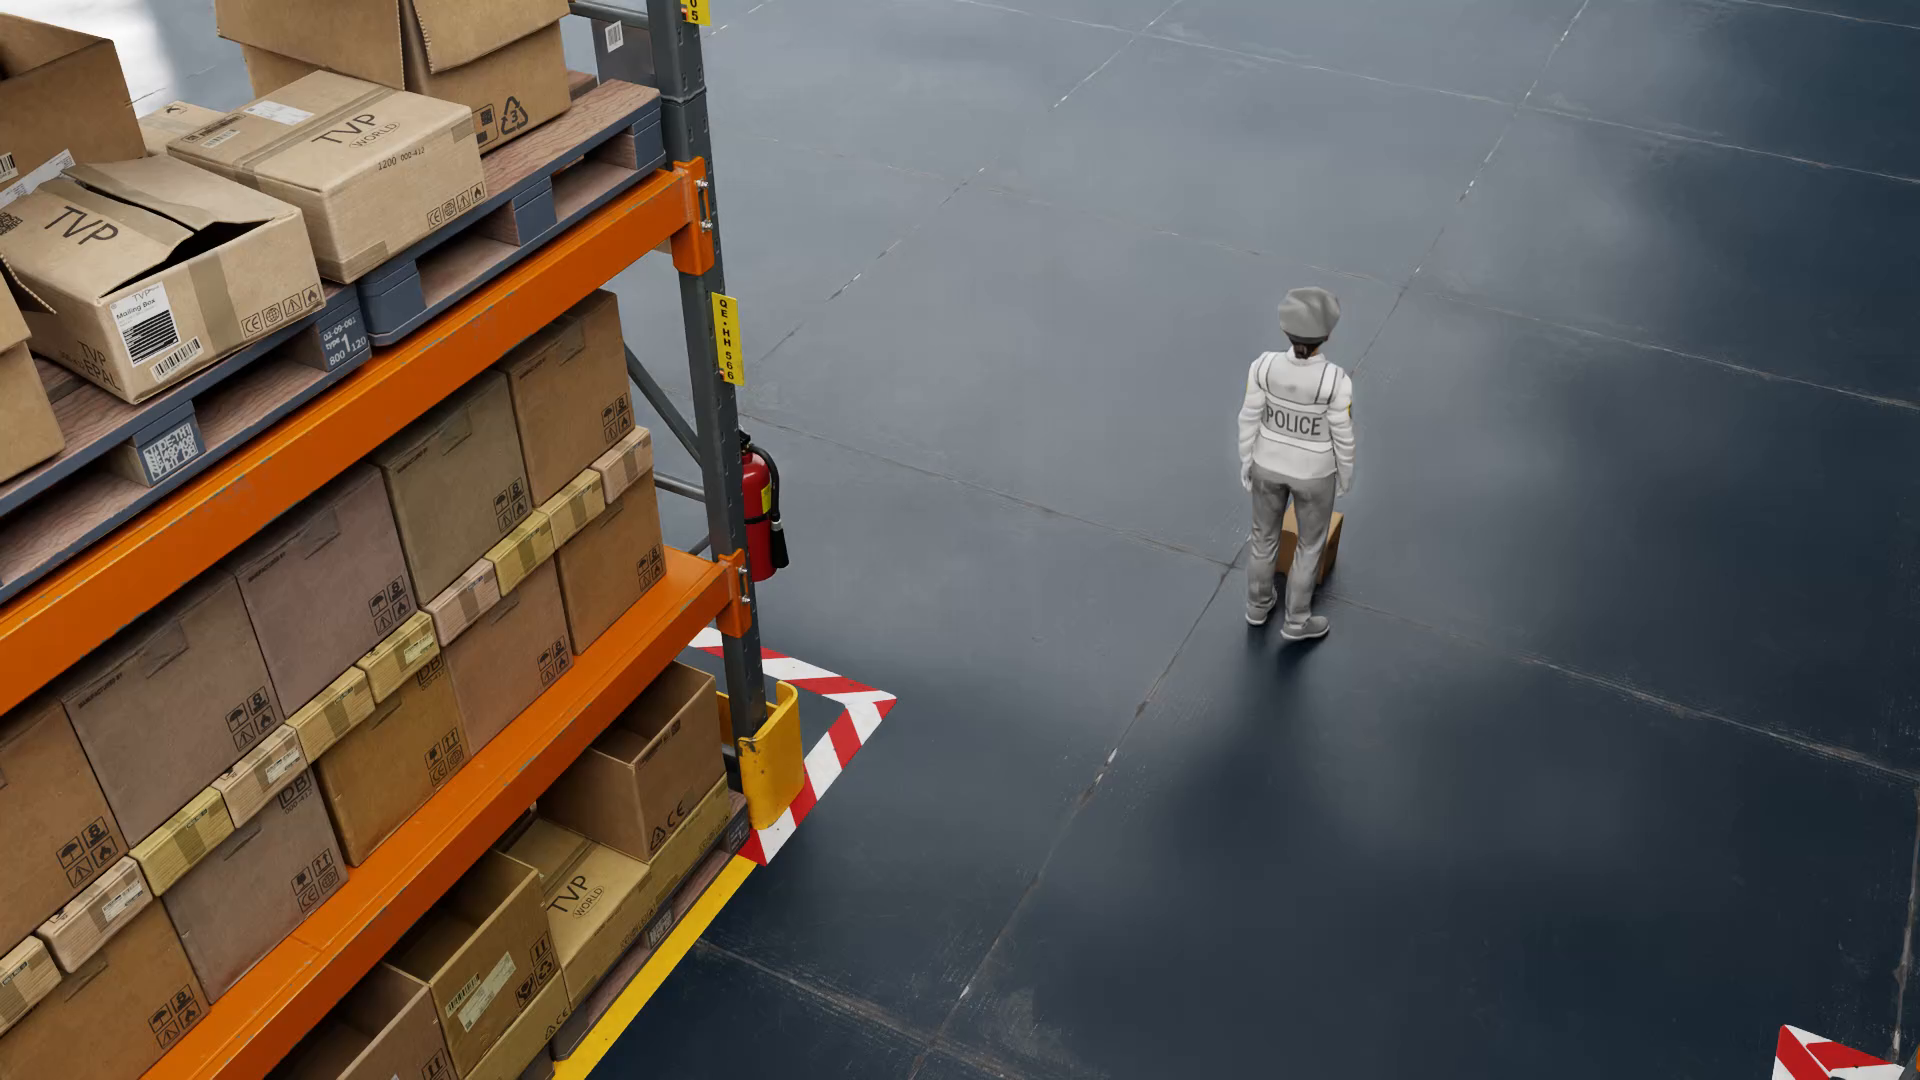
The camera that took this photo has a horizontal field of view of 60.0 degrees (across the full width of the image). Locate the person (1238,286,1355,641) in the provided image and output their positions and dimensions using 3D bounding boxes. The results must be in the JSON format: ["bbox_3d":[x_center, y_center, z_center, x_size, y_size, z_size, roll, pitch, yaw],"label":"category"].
[{"bbox_3d":[1.425,-0.300,7.100,0.511,1.719,0.363,18,42,21],"label":"person"}]
